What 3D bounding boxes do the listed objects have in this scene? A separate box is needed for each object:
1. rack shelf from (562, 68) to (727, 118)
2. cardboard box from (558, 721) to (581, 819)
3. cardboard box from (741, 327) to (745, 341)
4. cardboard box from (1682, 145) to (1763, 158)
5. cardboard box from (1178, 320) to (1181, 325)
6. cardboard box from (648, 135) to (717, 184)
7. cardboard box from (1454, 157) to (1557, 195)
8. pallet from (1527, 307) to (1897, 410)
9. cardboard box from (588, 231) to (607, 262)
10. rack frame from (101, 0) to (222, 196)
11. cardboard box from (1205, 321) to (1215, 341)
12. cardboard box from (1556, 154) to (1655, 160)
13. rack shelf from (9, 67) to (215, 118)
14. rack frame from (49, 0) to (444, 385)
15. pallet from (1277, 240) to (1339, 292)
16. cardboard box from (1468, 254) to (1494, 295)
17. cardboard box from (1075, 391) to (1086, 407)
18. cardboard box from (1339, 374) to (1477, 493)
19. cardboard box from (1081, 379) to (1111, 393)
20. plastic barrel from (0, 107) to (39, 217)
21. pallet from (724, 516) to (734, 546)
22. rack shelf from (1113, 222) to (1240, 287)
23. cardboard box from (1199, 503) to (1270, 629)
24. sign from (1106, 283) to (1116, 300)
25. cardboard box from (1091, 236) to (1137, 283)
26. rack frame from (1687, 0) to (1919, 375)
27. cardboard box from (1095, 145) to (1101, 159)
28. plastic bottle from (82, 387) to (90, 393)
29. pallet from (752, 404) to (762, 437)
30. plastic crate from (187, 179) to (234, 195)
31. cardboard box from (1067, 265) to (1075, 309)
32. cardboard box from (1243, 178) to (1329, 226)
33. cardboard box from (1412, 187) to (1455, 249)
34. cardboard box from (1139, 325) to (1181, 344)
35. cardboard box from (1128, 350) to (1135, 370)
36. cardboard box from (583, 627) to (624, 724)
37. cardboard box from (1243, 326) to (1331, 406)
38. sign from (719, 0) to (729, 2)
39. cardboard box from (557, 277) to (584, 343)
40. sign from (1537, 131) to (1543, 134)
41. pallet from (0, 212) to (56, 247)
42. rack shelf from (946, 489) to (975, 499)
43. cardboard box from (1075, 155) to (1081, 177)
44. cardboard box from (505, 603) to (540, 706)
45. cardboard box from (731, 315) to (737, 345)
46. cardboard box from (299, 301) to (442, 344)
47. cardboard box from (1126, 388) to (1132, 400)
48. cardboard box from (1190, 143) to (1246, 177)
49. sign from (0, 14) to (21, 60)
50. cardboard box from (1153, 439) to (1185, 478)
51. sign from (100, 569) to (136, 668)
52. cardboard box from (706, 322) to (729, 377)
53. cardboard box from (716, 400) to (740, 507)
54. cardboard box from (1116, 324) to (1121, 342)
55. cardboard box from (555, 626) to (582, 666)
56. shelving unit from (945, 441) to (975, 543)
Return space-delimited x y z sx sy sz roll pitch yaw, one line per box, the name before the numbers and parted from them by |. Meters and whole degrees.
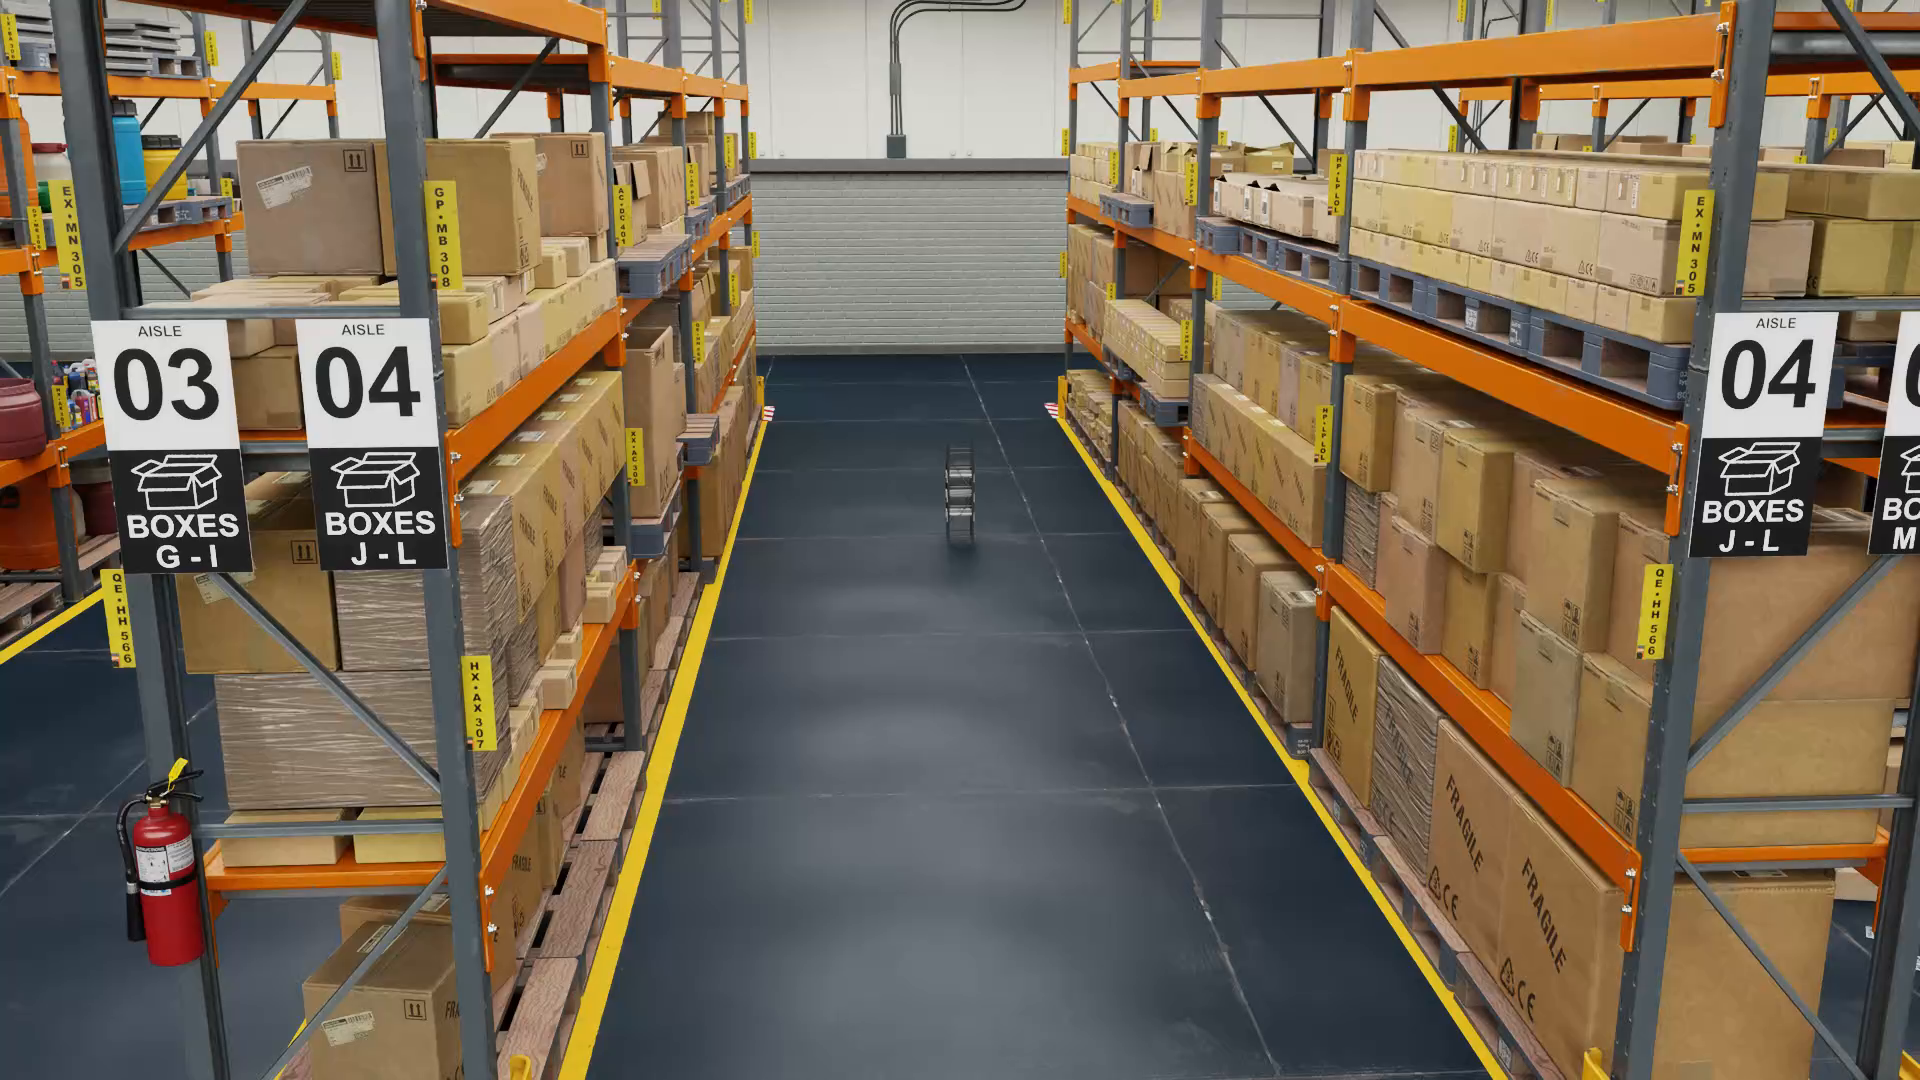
rack shelf | -2.732 -3.890 14.554 1.077 0.370 4.000 -1 14 -3
cardboard box | -2.332 1.216 8.679 0.500 0.500 0.500 4 15 14
cardboard box | -2.623 -2.303 18.685 0.380 0.149 0.250 -1 14 -3
cardboard box | 6.884 -3.320 15.071 0.500 0.500 0.500 -1 14 -3
cardboard box | 2.353 -2.078 16.370 0.380 0.149 0.250 0 14 -1
cardboard box | -2.993 -4.104 17.917 0.700 0.500 0.500 0 14 -1
cardboard box | 2.374 -1.580 7.213 0.380 0.149 0.250 -1 14 -4
pallet | 2.788 -0.685 6.050 1.003 0.211 1.213 -1 14 -3
cardboard box | -2.052 -1.531 8.661 0.380 0.149 0.250 0 14 -2
rack frame | -7.799 -4.853 16.051 1.000 3.000 0.127 -1 14 -3
cardboard box | 2.430 -1.895 15.062 0.380 0.149 0.250 0 14 -2
cardboard box | 3.001 -1.716 7.742 0.380 0.149 0.250 -1 14 -3
rack shelf | -7.675 -3.813 14.257 1.077 0.370 4.000 -1 14 -3
rack frame | -2.112 -1.945 4.749 1.000 3.000 0.127 -1 14 -3
pallet | 2.490 -1.673 10.096 0.805 0.209 1.217 -1 15 -6
cardboard box | 2.392 -1.130 7.064 0.380 0.149 0.250 -1 14 -3
cardboard box | 1.601 -1.708 20.152 0.380 0.149 0.250 0 14 -2
cardboard box | 2.585 -0.589 9.051 0.875 0.550 0.550 -1 14 -3
cardboard box | 1.669 -1.853 20.118 0.380 0.149 0.250 -2 15 -6
plastic barrel | -7.584 -2.958 13.001 0.600 0.830 0.708 -1 14 -3
pallet | -2.654 -0.178 15.519 1.003 0.211 1.213 -1 14 -3
rack shelf | 2.225 -2.682 15.078 1.077 0.370 4.000 -1 14 -3
cardboard box | 2.354 0.176 12.218 1.050 0.750 0.750 -1 14 -3
sign | 1.560 -2.484 17.147 0.100 0.325 0.005 -1 14 -3
cardboard box | 1.747 -3.121 18.554 0.500 0.500 0.500 -1 14 -2
rack frame | 2.844 -1.996 4.949 1.000 3.000 0.127 -1 14 -3
cardboard box | 1.703 -4.285 18.363 0.380 0.149 0.250 -1 14 -4
plastic bottle | -7.325 -1.146 13.943 0.097 0.271 0.097 0 14 0
pallet | -2.976 -1.470 20.541 1.003 0.211 1.213 -1 14 -3
plastic crate | -8.218 -3.781 18.145 0.437 0.282 0.530 -1 14 -3
cardboard box | 1.605 -3.146 20.662 0.500 0.500 0.500 0 14 -1
cardboard box | 2.237 -2.306 11.308 0.500 0.311 0.500 -1 14 -4
cardboard box | 2.412 -1.485 7.641 0.500 0.250 0.500 -1 14 -4
cardboard box | 1.802 -1.819 14.767 0.380 0.149 0.250 -1 14 -3
cardboard box | 1.765 -1.664 15.360 0.380 0.149 0.250 -2 15 -6
cardboard box | -2.377 0.810 10.214 0.700 0.500 0.500 -2 15 -8
cardboard box | 2.433 -1.248 11.873 0.700 0.500 0.500 -1 14 -4
sign | -2.315 -5.431 16.266 0.100 0.325 0.005 -1 14 -3
cardboard box | -2.013 -1.048 7.585 0.500 0.250 0.500 -1 14 -4
sign | 7.330 -5.019 21.101 0.100 0.325 0.005 -1 14 -3
pallet | -7.501 -2.505 13.327 1.003 0.211 1.213 -1 14 -3
rack shelf | 0.000 -0.406 15.154 0.258 0.077 0.200 -1 14 -3
cardboard box | 1.654 -4.449 19.800 0.500 0.250 0.500 -1 14 -4
cardboard box | -2.258 0.384 6.942 0.875 0.500 0.500 -1 14 -3
cardboard box | -2.624 -2.216 17.547 0.500 0.250 0.500 -1 14 -4
cardboard box | -1.899 -0.684 5.371 0.380 0.149 0.250 -1 14 -4
cardboard box | 2.170 -1.729 19.633 0.380 0.149 0.250 -1 14 -5
cardboard box | 2.064 -3.049 13.323 0.396 0.266 0.258 -1 14 -3
sign | -7.003 -3.712 12.264 0.100 0.325 0.005 -1 14 -3
cardboard box | 2.002 -0.728 14.727 0.500 0.250 0.500 -1 14 -3
sign | -2.668 0.251 5.299 0.100 0.325 0.005 -1 14 -3
cardboard box | -2.531 -1.837 16.168 0.500 0.500 0.500 0 14 -2
cardboard box | -2.740 -0.817 15.827 1.225 0.875 0.875 -1 14 -5
cardboard box | 1.717 -2.003 16.078 0.380 0.149 0.250 -2 15 -6
cardboard box | -1.975 0.510 7.753 0.380 0.149 0.250 -1 14 -3
shelving unit | 0.000 -0.438 15.146 0.258 0.900 0.210 -1 14 -3
